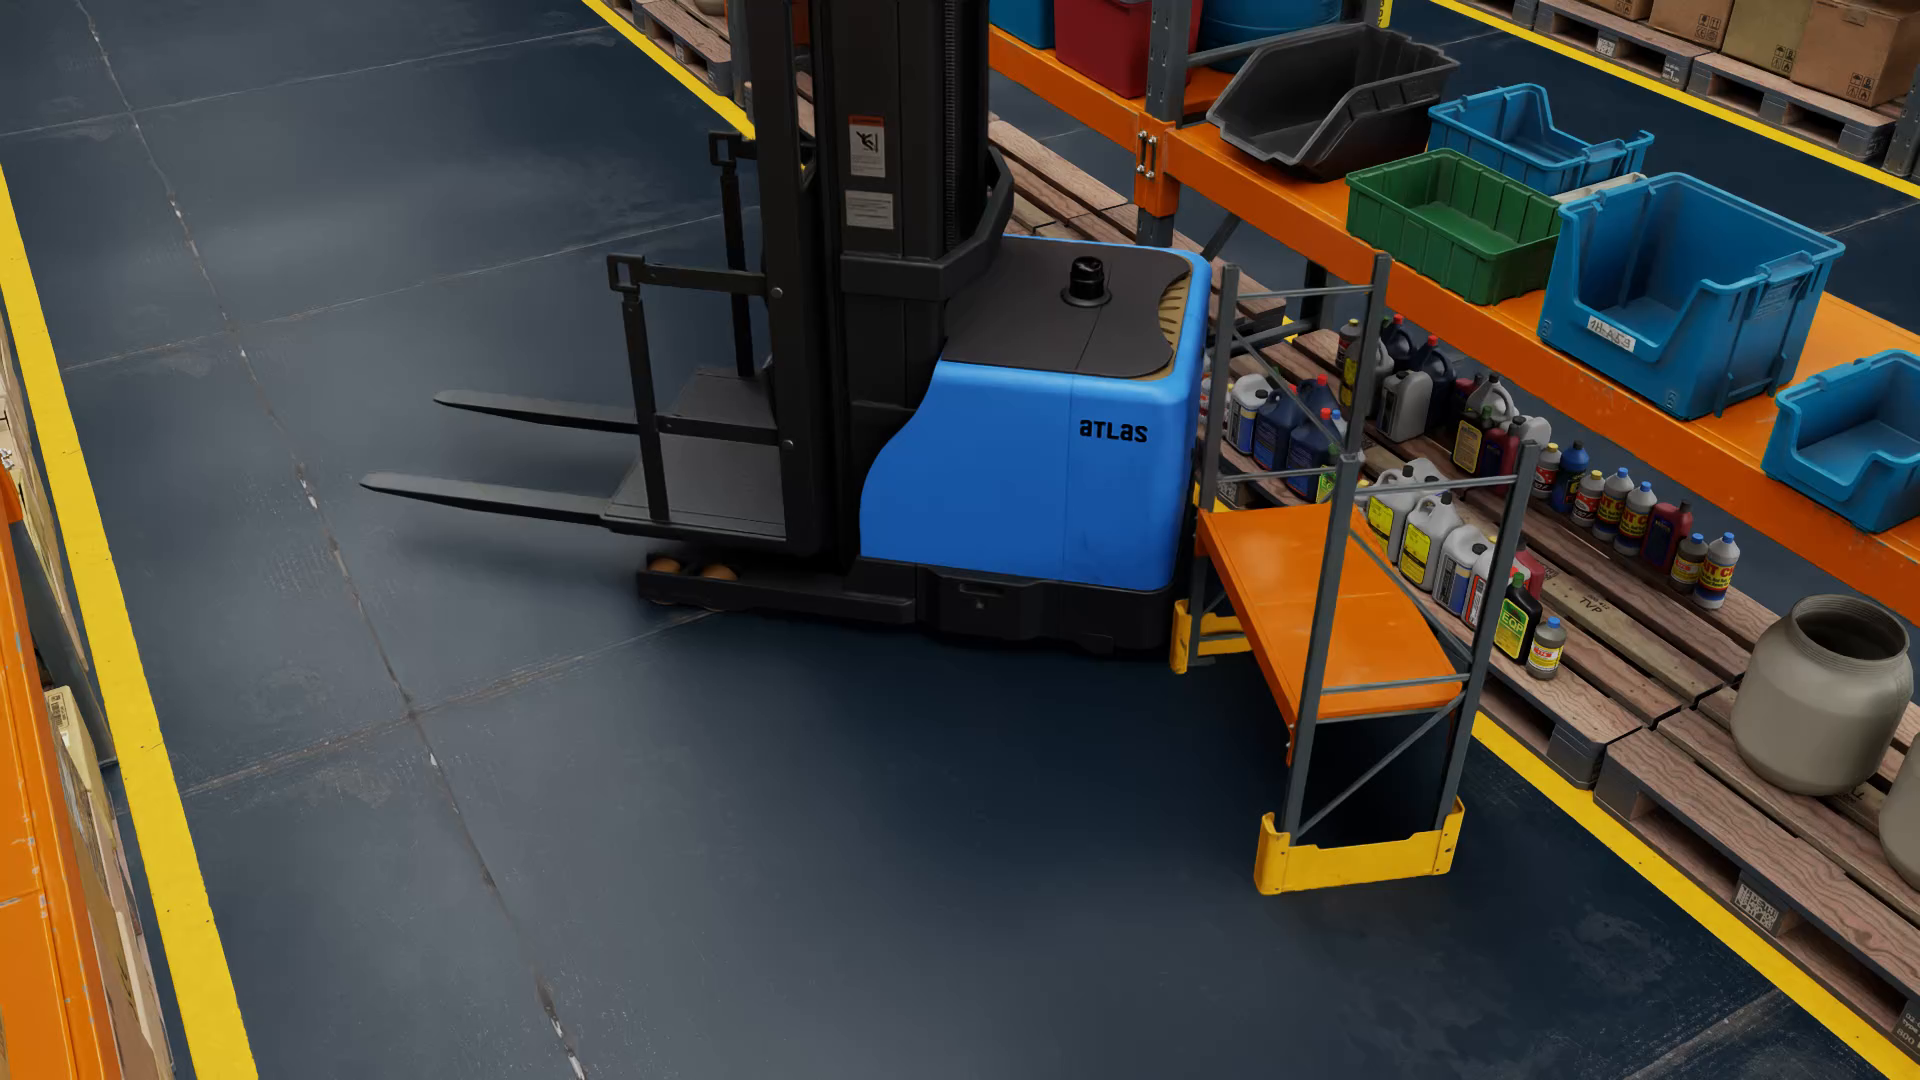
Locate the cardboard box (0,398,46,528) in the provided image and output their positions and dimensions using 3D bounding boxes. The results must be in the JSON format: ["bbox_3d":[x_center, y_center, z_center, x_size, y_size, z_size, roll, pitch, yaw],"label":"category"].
[{"bbox_3d":[-3.376,-0.215,5.501,0.500,0.311,0.500,-19,40,-24],"label":"cardboard box"}]

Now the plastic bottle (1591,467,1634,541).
[{"bbox_3d":[2.294,-0.133,5.829,0.097,0.271,0.097,0,36,0],"label":"plastic bottle"}]

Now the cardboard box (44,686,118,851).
[{"bbox_3d":[-2.715,0.724,4.690,0.500,0.250,0.500,-19,40,-24],"label":"cardboard box"}]

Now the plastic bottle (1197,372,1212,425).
[{"bbox_3d":[0.980,-0.557,6.470,0.097,0.201,0.097,0,36,0],"label":"plastic bottle"}]

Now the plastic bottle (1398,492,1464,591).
[{"bbox_3d":[1.597,-0.019,5.606,0.144,0.351,0.185,-17,40,-22],"label":"plastic bottle"}]

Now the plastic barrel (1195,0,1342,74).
[{"bbox_3d":[1.216,-2.343,6.490,0.600,0.901,0.708,-19,40,-24],"label":"plastic barrel"}]

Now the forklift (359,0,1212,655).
[{"bbox_3d":[-0.678,-1.226,5.444,3.031,2.935,1.130,7,37,9],"label":"forklift"}]

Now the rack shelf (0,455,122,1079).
[{"bbox_3d":[-2.132,0.922,3.054,1.077,0.370,4.000,-19,40,-24],"label":"rack shelf"}]

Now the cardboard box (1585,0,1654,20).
[{"bbox_3d":[4.356,-3.628,10.420,0.700,0.500,0.500,-16,39,-20],"label":"cardboard box"}]

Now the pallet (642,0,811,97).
[{"bbox_3d":[-1.294,-3.158,10.394,1.003,0.211,1.213,-19,40,-24],"label":"pallet"}]

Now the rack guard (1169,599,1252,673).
[{"bbox_3d":[1.008,0.301,5.626,0.587,0.250,0.087,-5,36,-7],"label":"rack guard"}]

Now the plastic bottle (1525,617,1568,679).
[{"bbox_3d":[1.856,0.332,5.252,0.097,0.201,0.097,0,36,0],"label":"plastic bottle"}]

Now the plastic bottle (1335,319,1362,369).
[{"bbox_3d":[1.600,-0.809,6.814,0.097,0.201,0.097,0,36,0],"label":"plastic bottle"}]

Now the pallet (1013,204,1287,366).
[{"bbox_3d":[0.720,-1.117,7.600,1.003,0.211,1.213,-19,40,-24],"label":"pallet"}]

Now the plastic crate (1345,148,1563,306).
[{"bbox_3d":[1.586,-0.993,5.245,0.450,0.188,0.662,-19,40,-24],"label":"plastic crate"}]

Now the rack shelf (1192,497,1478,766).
[{"bbox_3d":[1.083,0.238,4.958,0.538,0.185,1.000,-5,36,-7],"label":"rack shelf"}]

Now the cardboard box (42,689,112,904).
[{"bbox_3d":[-2.473,0.680,4.115,0.500,0.500,0.500,-19,40,-24],"label":"cardboard box"}]

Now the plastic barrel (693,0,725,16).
[{"bbox_3d":[-1.483,-3.565,10.341,0.421,0.512,0.421,0,36,0],"label":"plastic barrel"}]

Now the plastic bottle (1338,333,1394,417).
[{"bbox_3d":[1.596,-0.676,6.506,0.144,0.351,0.185,-19,40,-24],"label":"plastic bottle"}]

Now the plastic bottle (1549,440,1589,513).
[{"bbox_3d":[2.192,-0.236,5.970,0.097,0.271,0.097,0,36,0],"label":"plastic bottle"}]

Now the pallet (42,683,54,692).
[{"bbox_3d":[-3.540,0.374,5.559,1.003,0.211,1.213,-19,40,-24],"label":"pallet"}]

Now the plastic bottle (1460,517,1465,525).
[{"bbox_3d":[1.679,-0.017,5.730,0.097,0.201,0.097,0,36,0],"label":"plastic bottle"}]

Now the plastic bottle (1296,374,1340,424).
[{"bbox_3d":[1.320,-0.470,6.223,0.144,0.351,0.185,-19,40,-24],"label":"plastic bottle"}]

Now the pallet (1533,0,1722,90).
[{"bbox_3d":[4.421,-3.215,10.473,1.003,0.211,1.213,-19,40,-24],"label":"pallet"}]

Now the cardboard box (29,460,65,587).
[{"bbox_3d":[-3.381,0.012,5.665,0.500,0.250,0.500,-18,40,-23],"label":"cardboard box"}]

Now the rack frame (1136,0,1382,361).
[{"bbox_3d":[1.148,-1.854,6.245,1.000,3.000,0.127,-19,40,-24],"label":"rack frame"}]

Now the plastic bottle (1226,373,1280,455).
[{"bbox_3d":[1.115,-0.483,6.304,0.152,0.276,0.135,-17,40,-22],"label":"plastic bottle"}]

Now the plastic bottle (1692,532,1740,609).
[{"bbox_3d":[2.516,0.093,5.520,0.097,0.271,0.097,0,36,0],"label":"plastic bottle"}]

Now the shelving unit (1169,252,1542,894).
[{"bbox_3d":[1.082,0.087,4.859,0.587,1.500,1.083,-5,36,-7],"label":"shelving unit"}]

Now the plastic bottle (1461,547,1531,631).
[{"bbox_3d":[1.753,0.165,5.417,0.152,0.276,0.135,-19,40,-24],"label":"plastic bottle"}]

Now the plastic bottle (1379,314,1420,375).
[{"bbox_3d":[1.721,-0.719,6.564,0.144,0.351,0.185,-20,41,-25],"label":"plastic bottle"}]

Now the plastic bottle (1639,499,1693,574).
[{"bbox_3d":[2.418,-0.033,5.682,0.061,0.283,0.133,-18,40,-23],"label":"plastic bottle"}]

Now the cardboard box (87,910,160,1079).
[{"bbox_3d":[-1.955,1.185,3.424,0.500,0.500,0.500,-19,40,-24],"label":"cardboard box"}]

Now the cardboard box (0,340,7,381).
[{"bbox_3d":[-3.902,-0.742,6.222,0.500,0.311,0.500,-18,40,-23],"label":"cardboard box"}]

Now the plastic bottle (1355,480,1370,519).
[{"bbox_3d":[1.412,-0.119,5.870,0.097,0.201,0.097,0,36,0],"label":"plastic bottle"}]

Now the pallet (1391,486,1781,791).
[{"bbox_3d":[2.067,0.250,5.729,1.003,0.211,1.213,-19,40,-24],"label":"pallet"}]

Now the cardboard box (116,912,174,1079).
[{"bbox_3d":[-2.208,1.233,3.994,0.500,0.250,0.500,-19,40,-24],"label":"cardboard box"}]

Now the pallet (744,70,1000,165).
[{"bbox_3d":[-0.506,-2.361,9.304,1.003,0.211,1.213,-19,40,-24],"label":"pallet"}]

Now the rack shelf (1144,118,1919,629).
[{"bbox_3d":[2.153,-0.544,5.061,1.077,0.370,4.000,-19,40,-24],"label":"rack shelf"}]

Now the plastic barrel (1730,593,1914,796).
[{"bbox_3d":[2.509,0.452,4.841,0.421,0.512,0.421,0,36,0],"label":"plastic barrel"}]

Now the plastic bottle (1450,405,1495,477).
[{"bbox_3d":[1.904,-0.386,6.165,0.061,0.283,0.133,-19,40,-24],"label":"plastic bottle"}]

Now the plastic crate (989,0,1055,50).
[{"bbox_3d":[0.325,-2.318,6.894,0.392,0.384,0.575,-19,40,-24],"label":"plastic crate"}]

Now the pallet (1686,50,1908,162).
[{"bbox_3d":[5.038,-2.592,9.620,1.003,0.211,1.213,-19,40,-24],"label":"pallet"}]

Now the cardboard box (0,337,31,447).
[{"bbox_3d":[-3.898,-0.511,6.381,0.500,0.250,0.500,-18,40,-23],"label":"cardboard box"}]

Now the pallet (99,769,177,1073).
[{"bbox_3d":[-2.773,1.156,4.488,1.003,0.211,1.213,-19,40,-24],"label":"pallet"}]

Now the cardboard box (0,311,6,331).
[{"bbox_3d":[-4.409,-1.029,7.091,0.500,0.250,0.500,-19,40,-24],"label":"cardboard box"}]

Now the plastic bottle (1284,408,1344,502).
[{"bbox_3d":[1.290,-0.331,6.033,0.144,0.351,0.185,-21,41,-26],"label":"plastic bottle"}]

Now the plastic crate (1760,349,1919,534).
[{"bbox_3d":[2.326,-0.254,4.180,0.499,0.251,0.408,-19,40,-24],"label":"plastic crate"}]

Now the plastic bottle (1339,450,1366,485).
[{"bbox_3d":[1.396,-0.235,5.969,0.097,0.271,0.097,0,36,0],"label":"plastic bottle"}]

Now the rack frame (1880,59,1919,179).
[{"bbox_3d":[5.431,-3.322,8.255,1.000,3.000,0.127,-19,40,-24],"label":"rack frame"}]

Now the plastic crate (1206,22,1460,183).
[{"bbox_3d":[1.301,-1.524,5.846,0.767,0.338,0.504,-19,40,-24],"label":"plastic crate"}]

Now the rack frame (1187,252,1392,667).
[{"bbox_3d":[1.008,-0.204,5.258,0.500,1.500,0.032,-5,36,-7],"label":"rack frame"}]

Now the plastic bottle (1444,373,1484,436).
[{"bbox_3d":[1.935,-0.523,6.353,0.061,0.283,0.133,-16,39,-21],"label":"plastic bottle"}]

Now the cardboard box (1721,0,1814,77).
[{"bbox_3d":[4.918,-3.058,9.640,0.700,0.500,0.500,-19,40,-24],"label":"cardboard box"}]

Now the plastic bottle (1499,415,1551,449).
[{"bbox_3d":[2.058,-0.342,6.112,0.152,0.276,0.135,-18,40,-23],"label":"plastic bottle"}]
